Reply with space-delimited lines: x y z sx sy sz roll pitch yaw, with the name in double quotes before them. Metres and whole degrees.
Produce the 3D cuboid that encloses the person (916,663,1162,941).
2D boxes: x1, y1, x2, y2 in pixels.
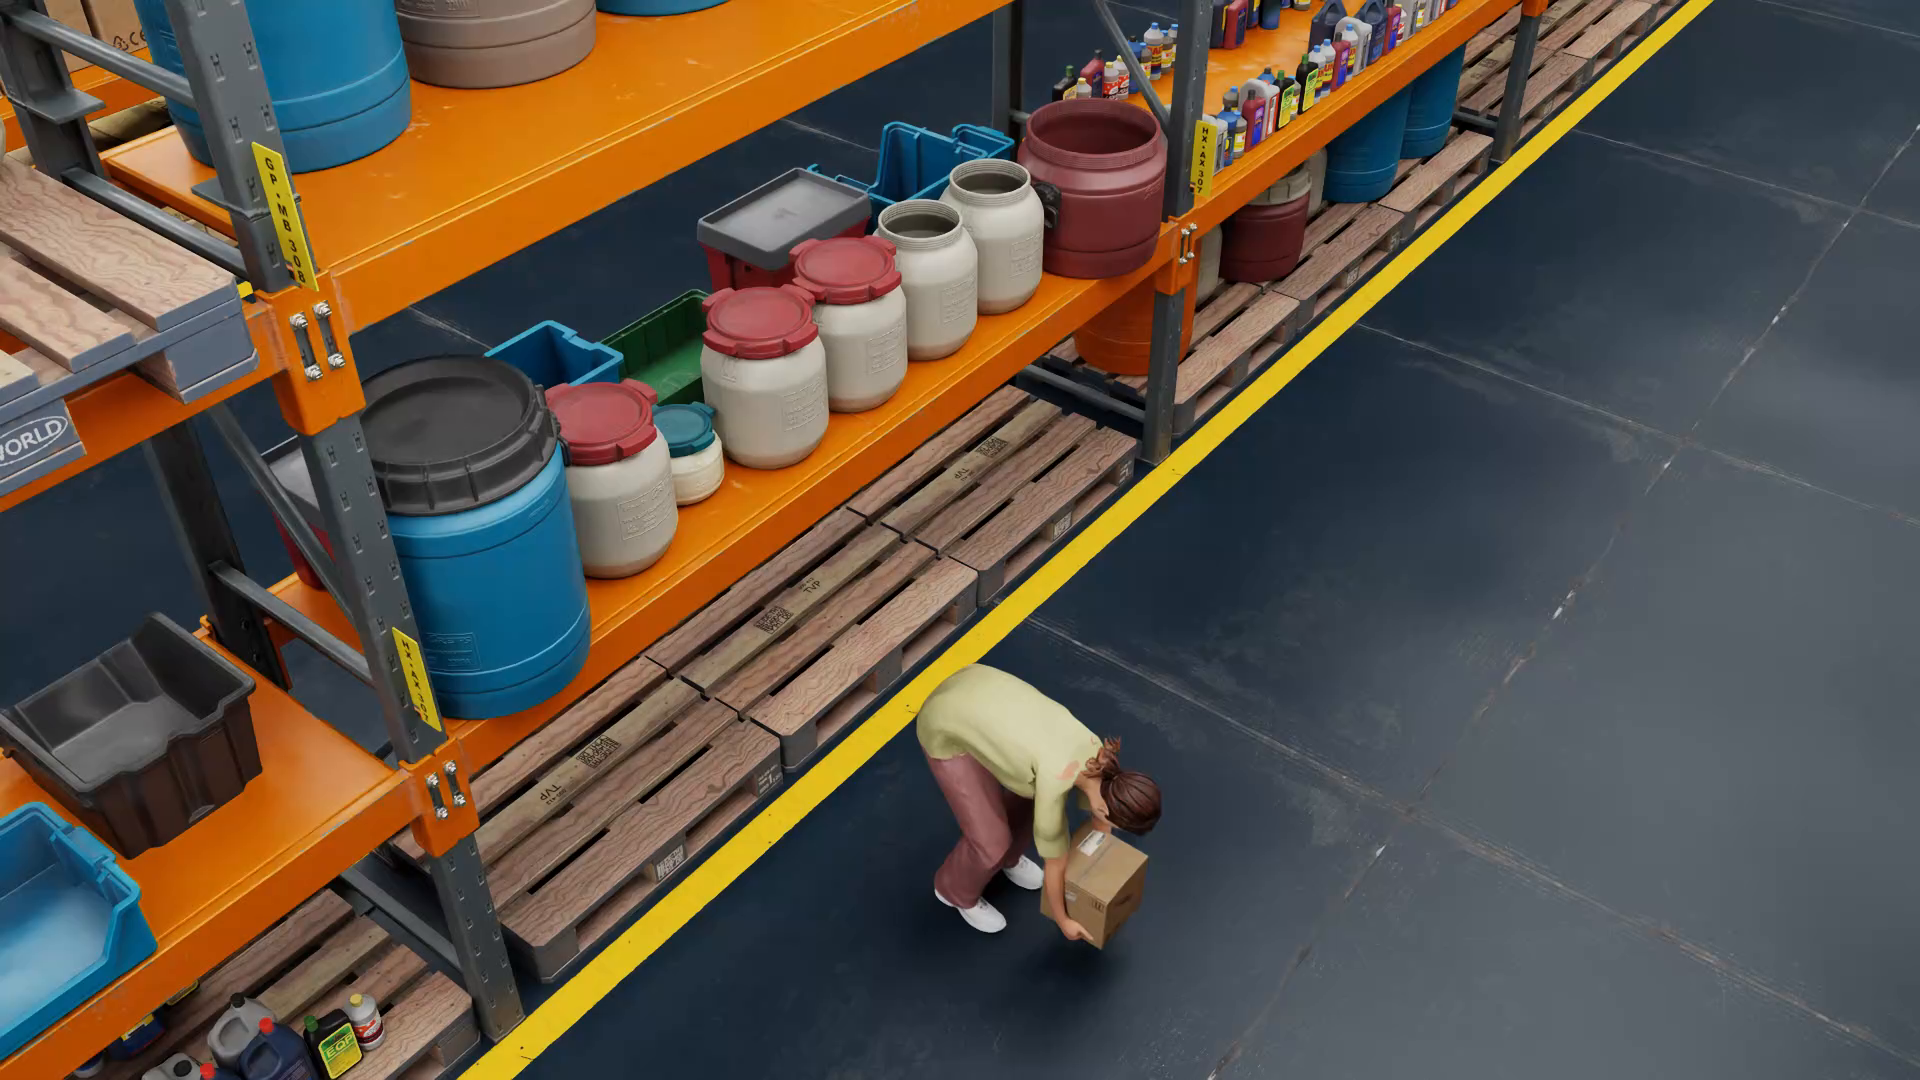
"person" 0.260 0.946 5.554 0.865 0.962 0.447 24 45 27
